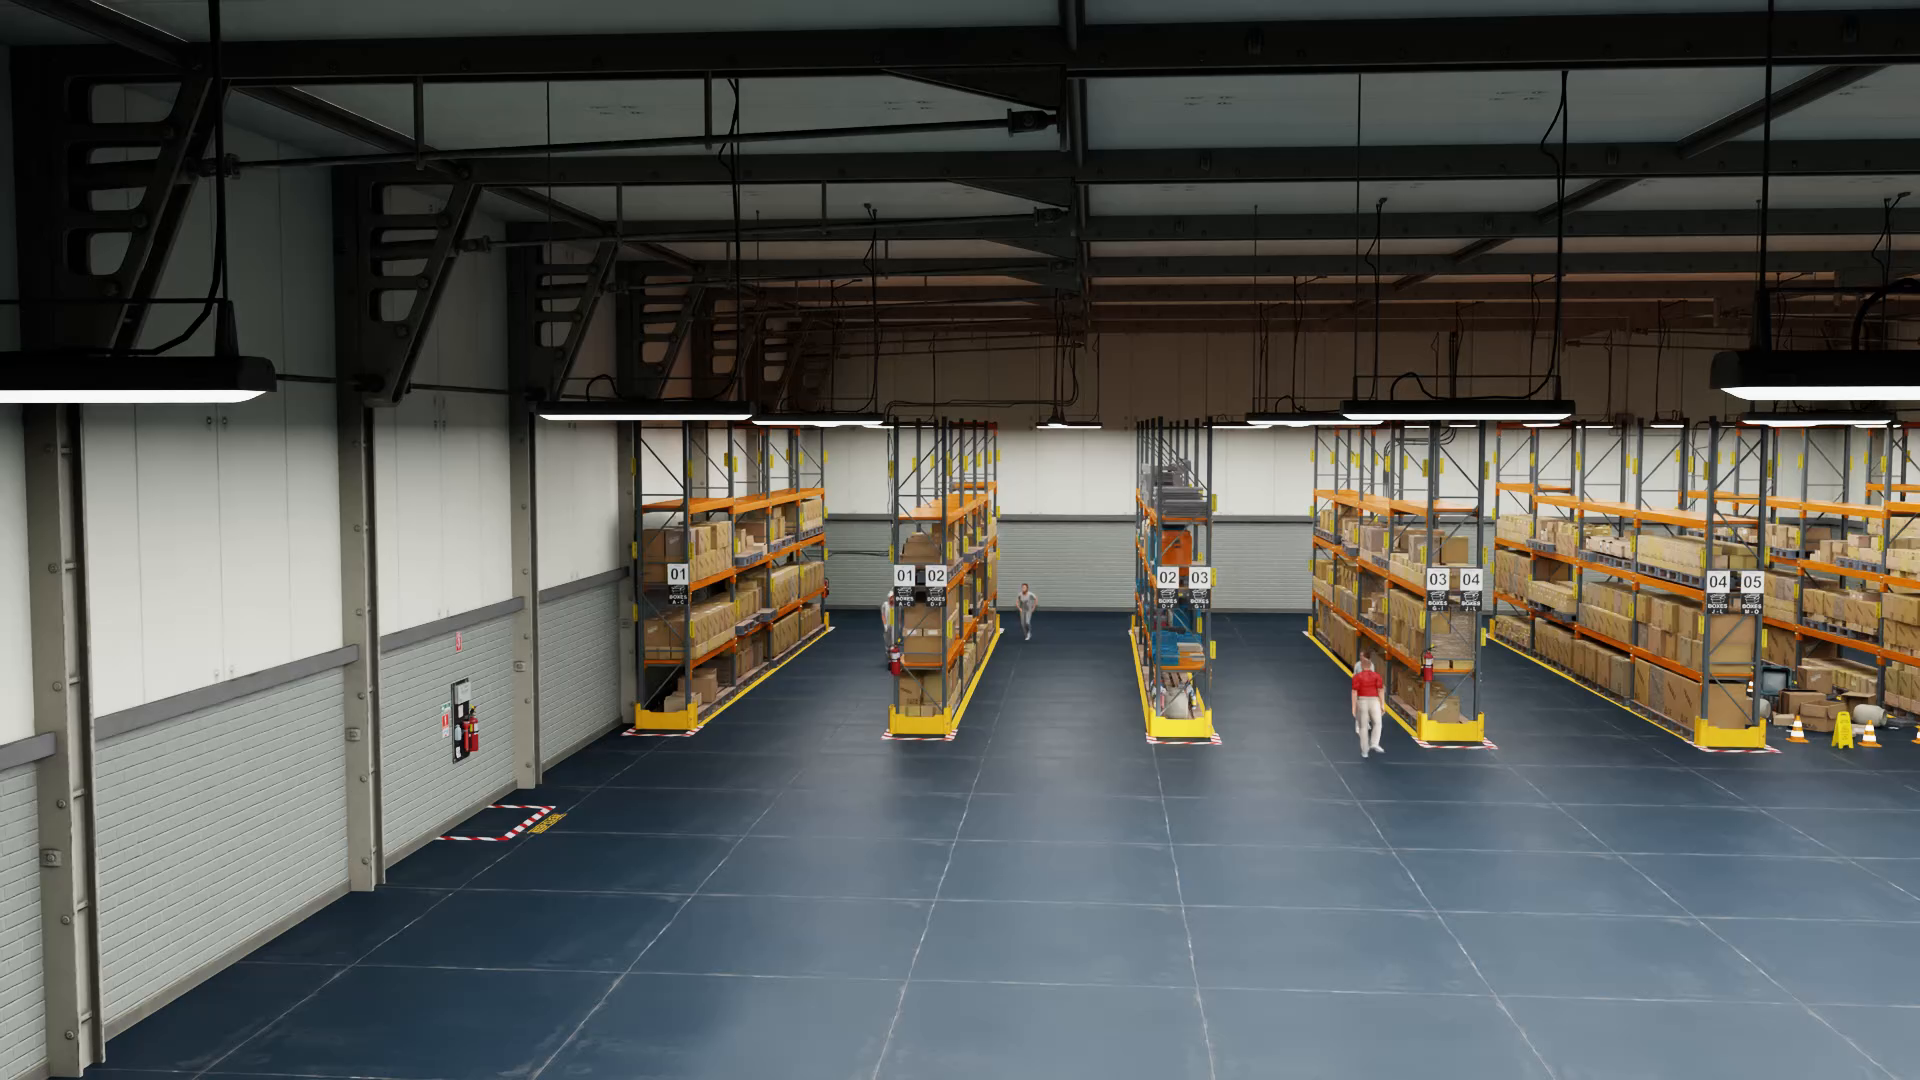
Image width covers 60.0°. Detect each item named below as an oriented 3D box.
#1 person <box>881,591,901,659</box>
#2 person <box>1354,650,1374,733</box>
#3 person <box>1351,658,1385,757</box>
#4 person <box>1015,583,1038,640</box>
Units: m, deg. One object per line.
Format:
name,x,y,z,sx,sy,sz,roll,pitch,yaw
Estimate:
person,-1.705,2.142,41.351,0.522,1.735,0.962,0,4,-6
person,7.660,2.866,31.528,0.432,1.552,0.903,1,4,19
person,7.178,2.946,29.262,0.581,1.716,0.493,1,4,15
person,1.829,1.963,45.520,0.596,1.585,0.702,1,4,14
